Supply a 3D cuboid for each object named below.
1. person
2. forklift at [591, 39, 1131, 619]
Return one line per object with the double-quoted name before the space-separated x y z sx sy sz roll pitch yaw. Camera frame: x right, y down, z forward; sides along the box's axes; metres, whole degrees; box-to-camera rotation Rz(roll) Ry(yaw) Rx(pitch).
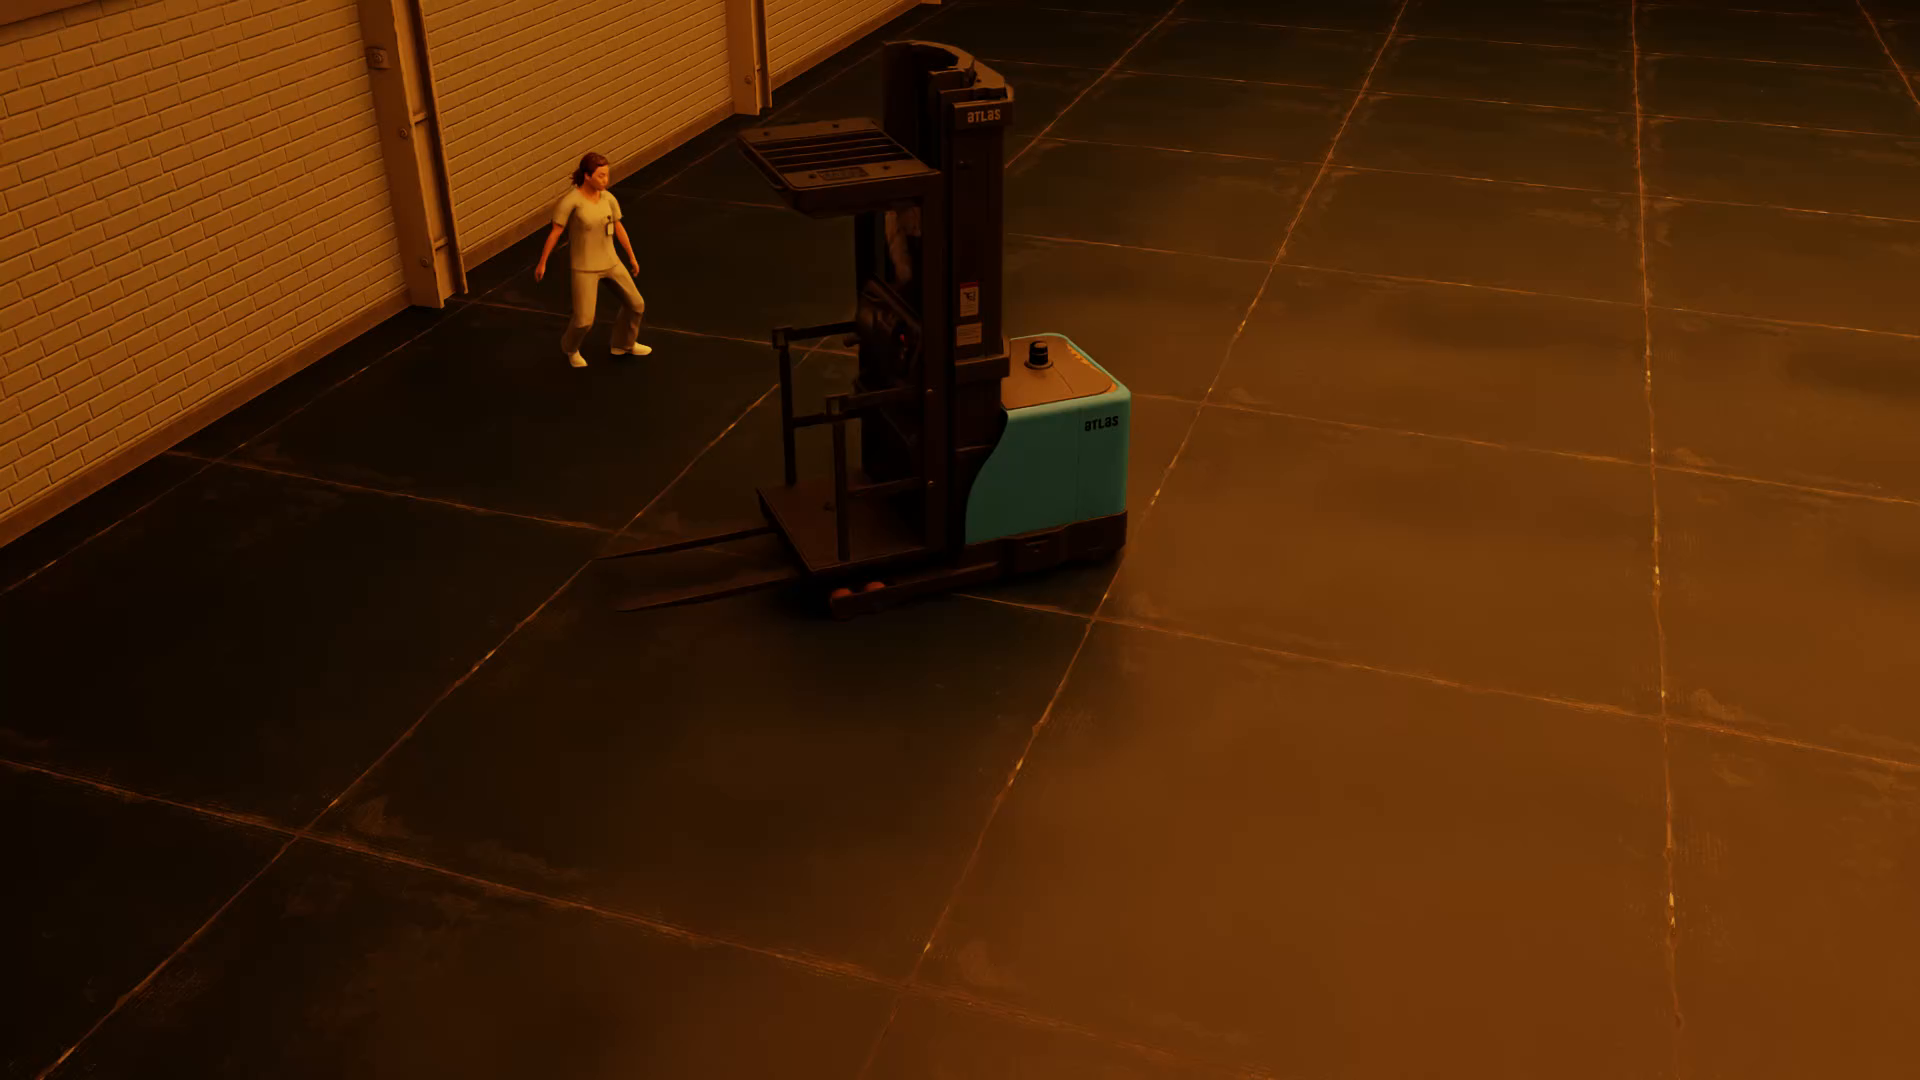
"person" -2.695 -2.016 12.029 0.799 1.597 0.477 -21 36 -32
"forklift" -0.581 -1.130 9.118 3.031 2.935 1.130 -11 32 -19
